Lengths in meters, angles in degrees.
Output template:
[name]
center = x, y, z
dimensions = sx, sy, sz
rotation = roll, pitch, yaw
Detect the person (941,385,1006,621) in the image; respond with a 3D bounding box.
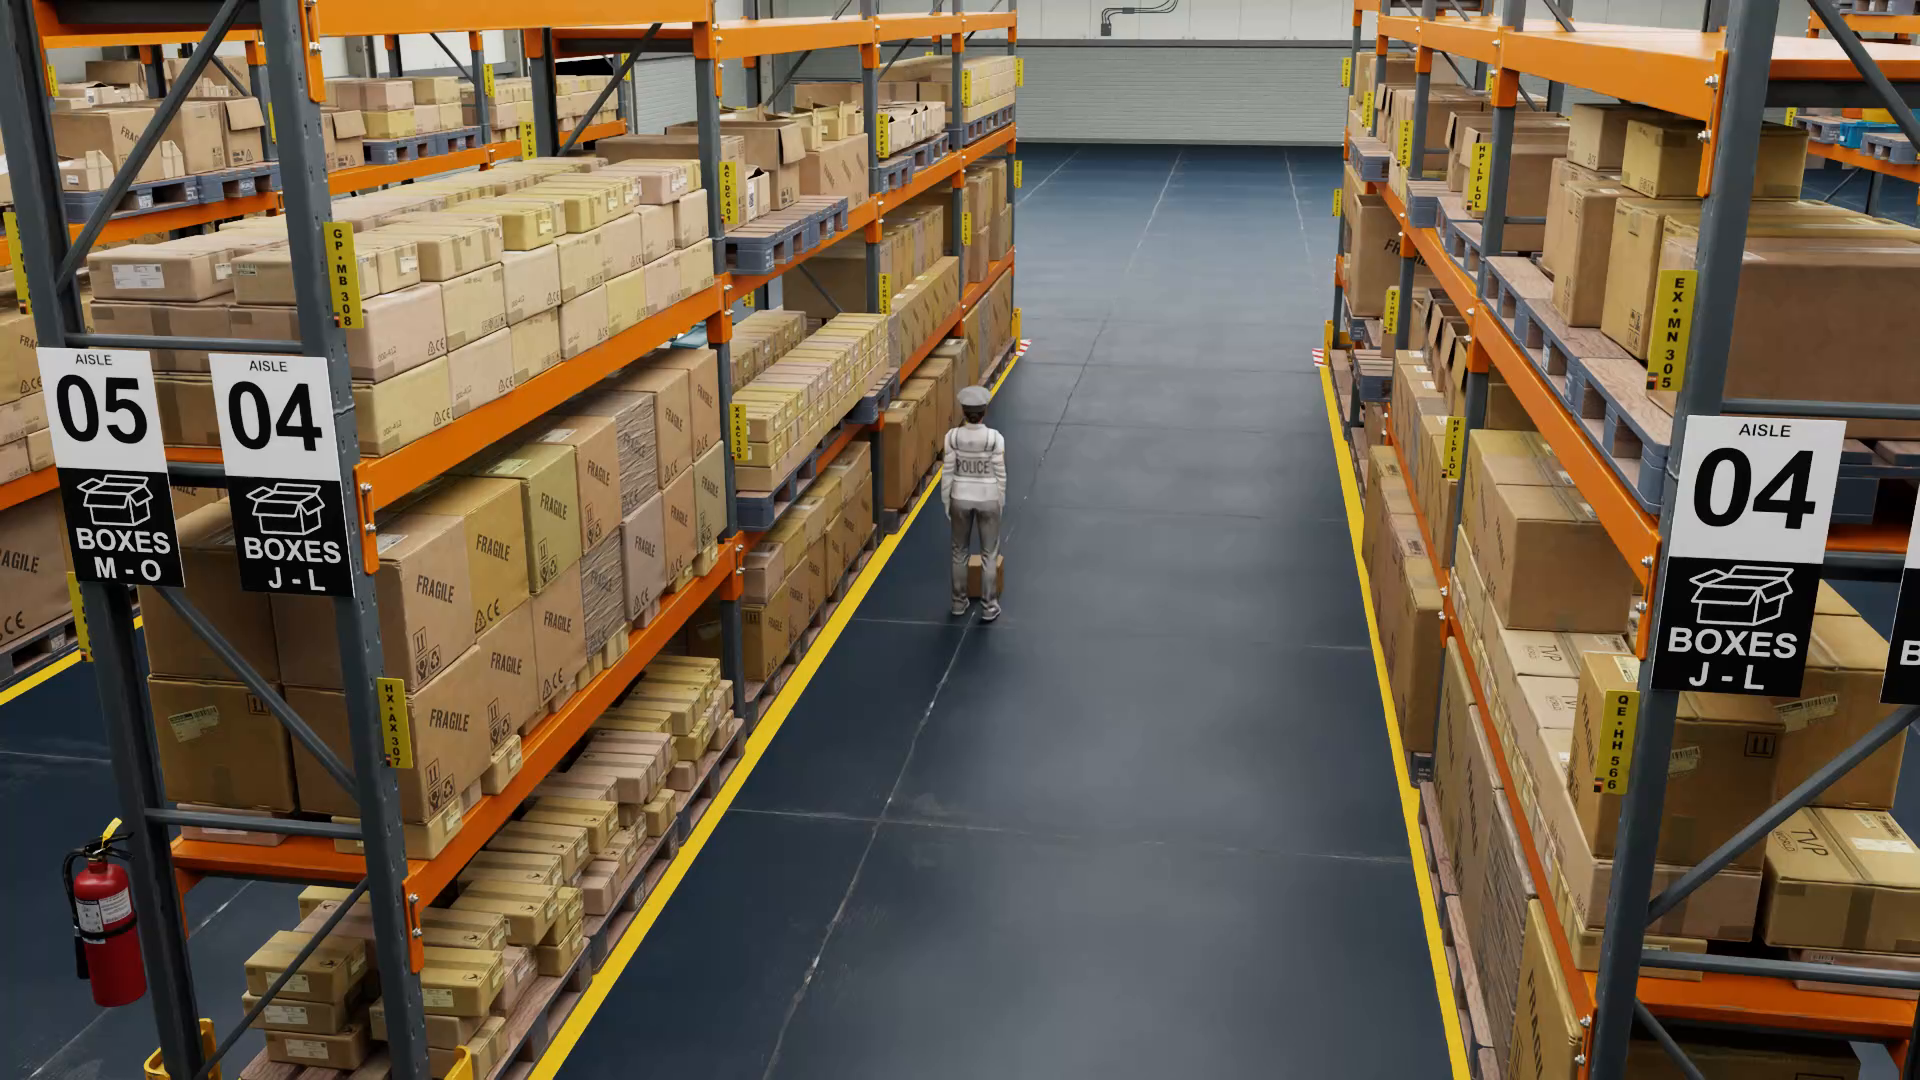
[person]
center = 0.102, -0.268, 11.845
dimensions = 0.467, 1.681, 0.363
rotation = 3, 18, 10
